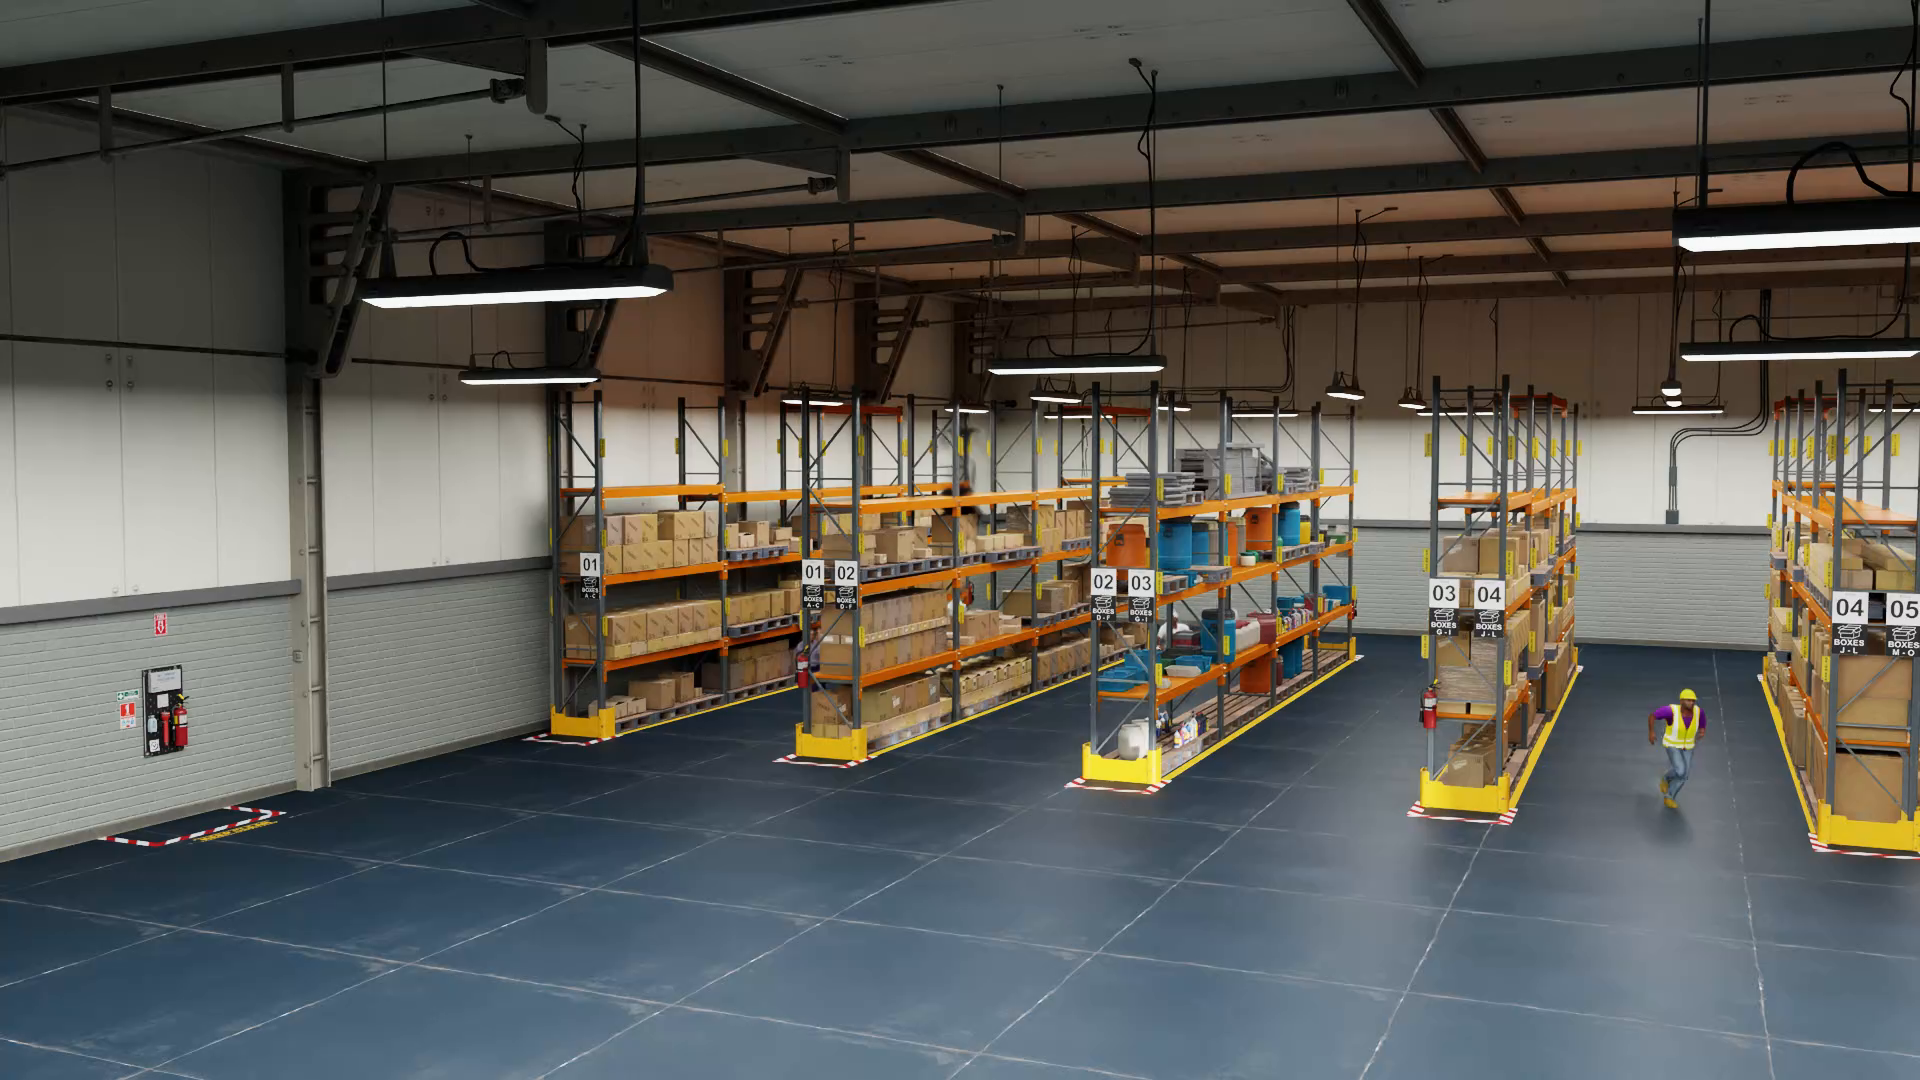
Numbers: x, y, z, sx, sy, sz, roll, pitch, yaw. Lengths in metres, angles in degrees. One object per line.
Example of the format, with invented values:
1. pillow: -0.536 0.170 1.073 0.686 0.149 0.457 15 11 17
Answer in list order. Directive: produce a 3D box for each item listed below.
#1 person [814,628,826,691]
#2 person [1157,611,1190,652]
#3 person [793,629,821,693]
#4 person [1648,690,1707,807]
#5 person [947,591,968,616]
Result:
1. person: -2.687 2.476 31.593 0.527 1.626 0.591 0 3 6
2. person: 4.279 2.252 33.337 0.726 1.674 0.929 1 3 22
3. person: -2.794 2.486 30.814 0.582 1.697 0.826 0 3 4
4. person: 9.989 2.892 23.040 0.684 1.681 0.712 0 3 -7
5. person: -0.081 2.006 39.212 0.625 1.654 0.724 1 3 15
